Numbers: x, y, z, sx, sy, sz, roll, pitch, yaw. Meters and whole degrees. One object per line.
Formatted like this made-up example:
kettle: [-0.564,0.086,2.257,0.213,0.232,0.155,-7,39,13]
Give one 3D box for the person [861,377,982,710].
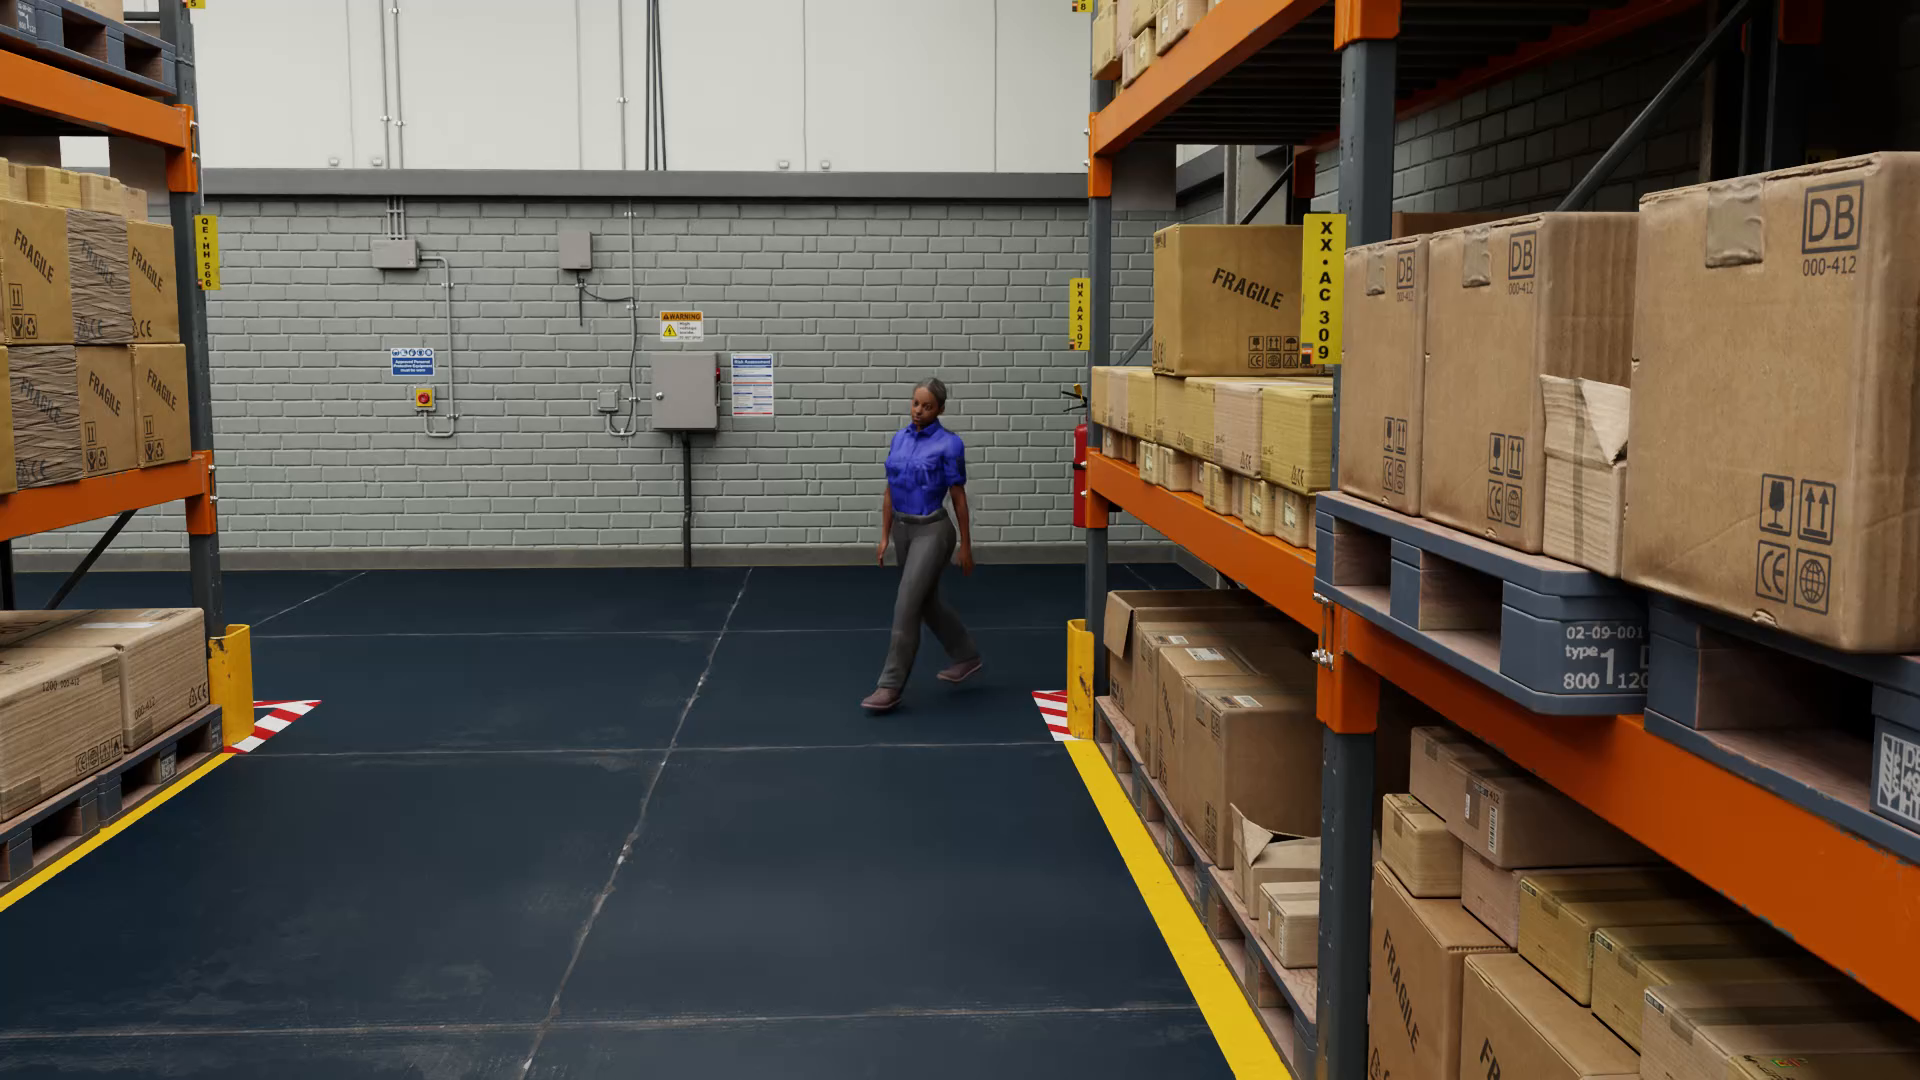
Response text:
person: [-0.194,-0.007,8.325,0.903,1.609,0.455,-7,10,-43]
